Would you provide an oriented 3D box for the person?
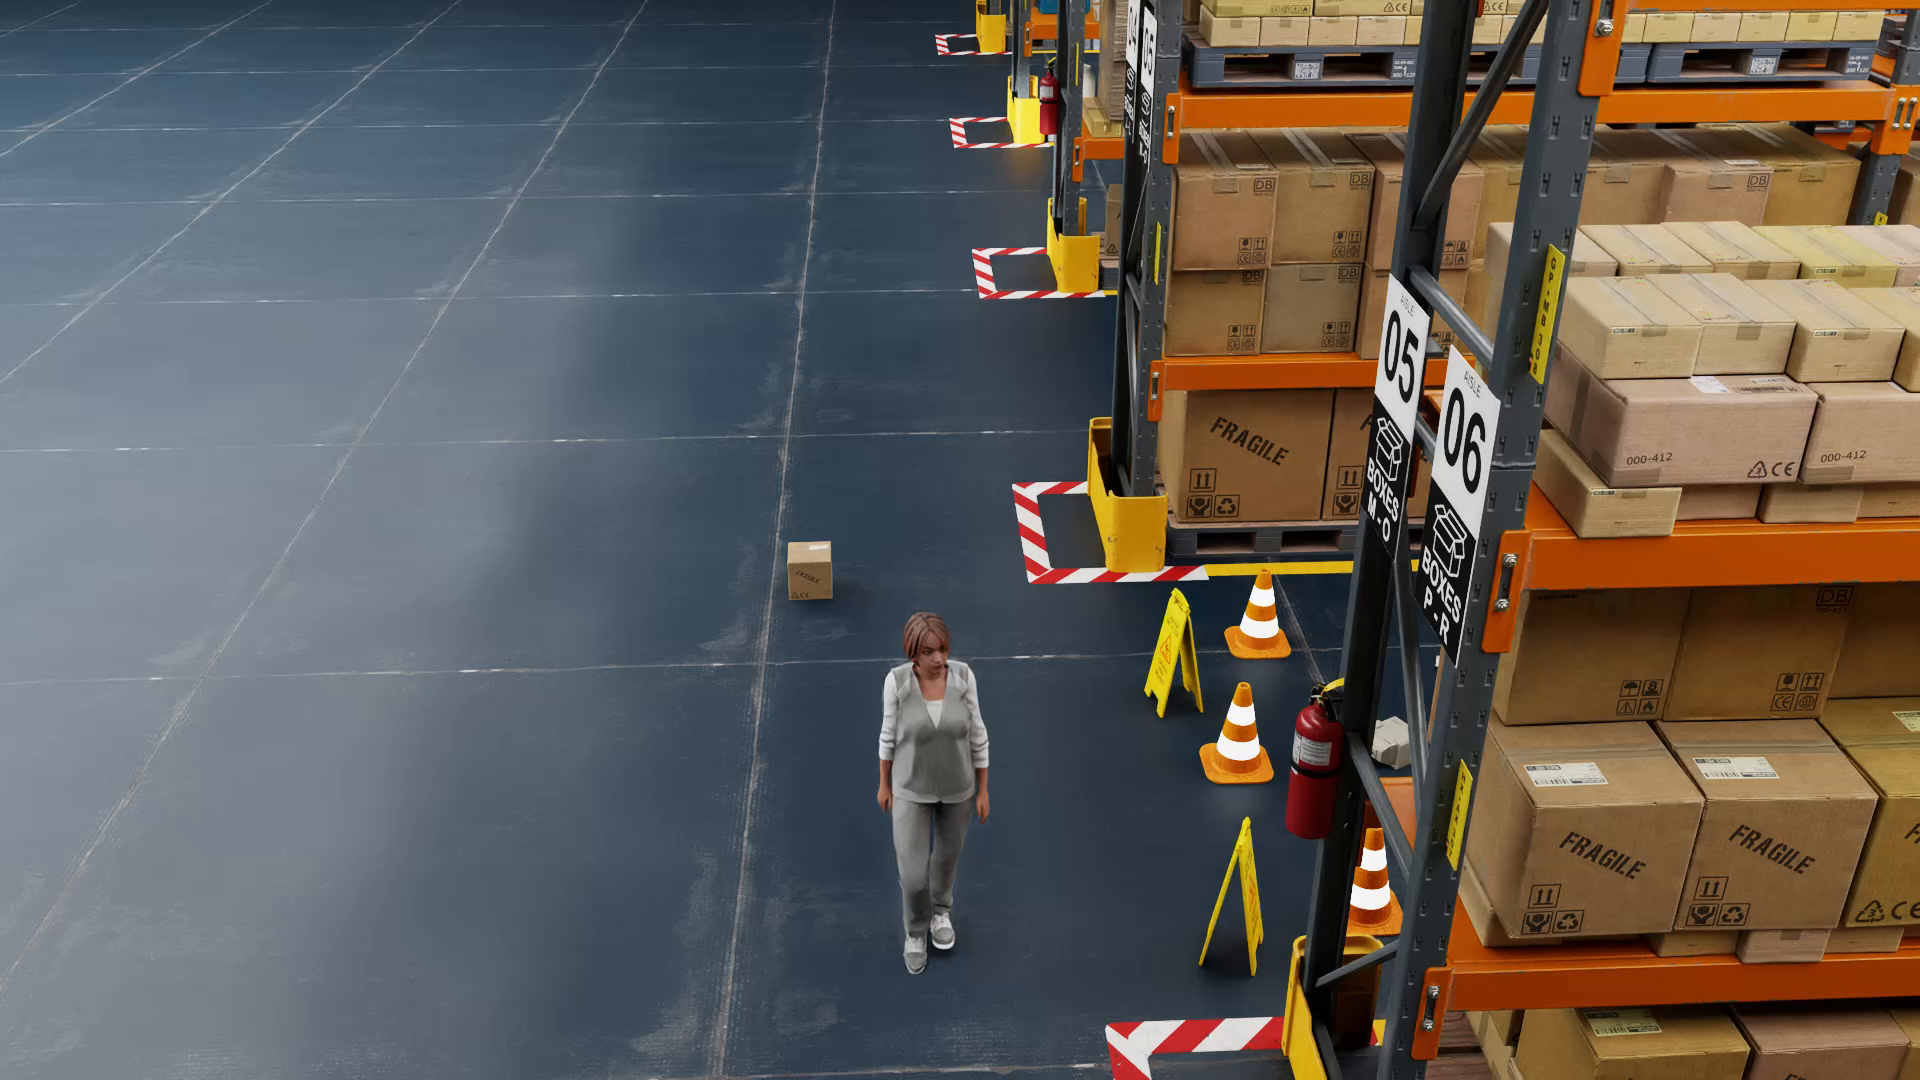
[{"bbox_3d":[-0.095,1.030,6.671,0.439,1.620,0.470,-6,29,-11],"label":"person"}]
